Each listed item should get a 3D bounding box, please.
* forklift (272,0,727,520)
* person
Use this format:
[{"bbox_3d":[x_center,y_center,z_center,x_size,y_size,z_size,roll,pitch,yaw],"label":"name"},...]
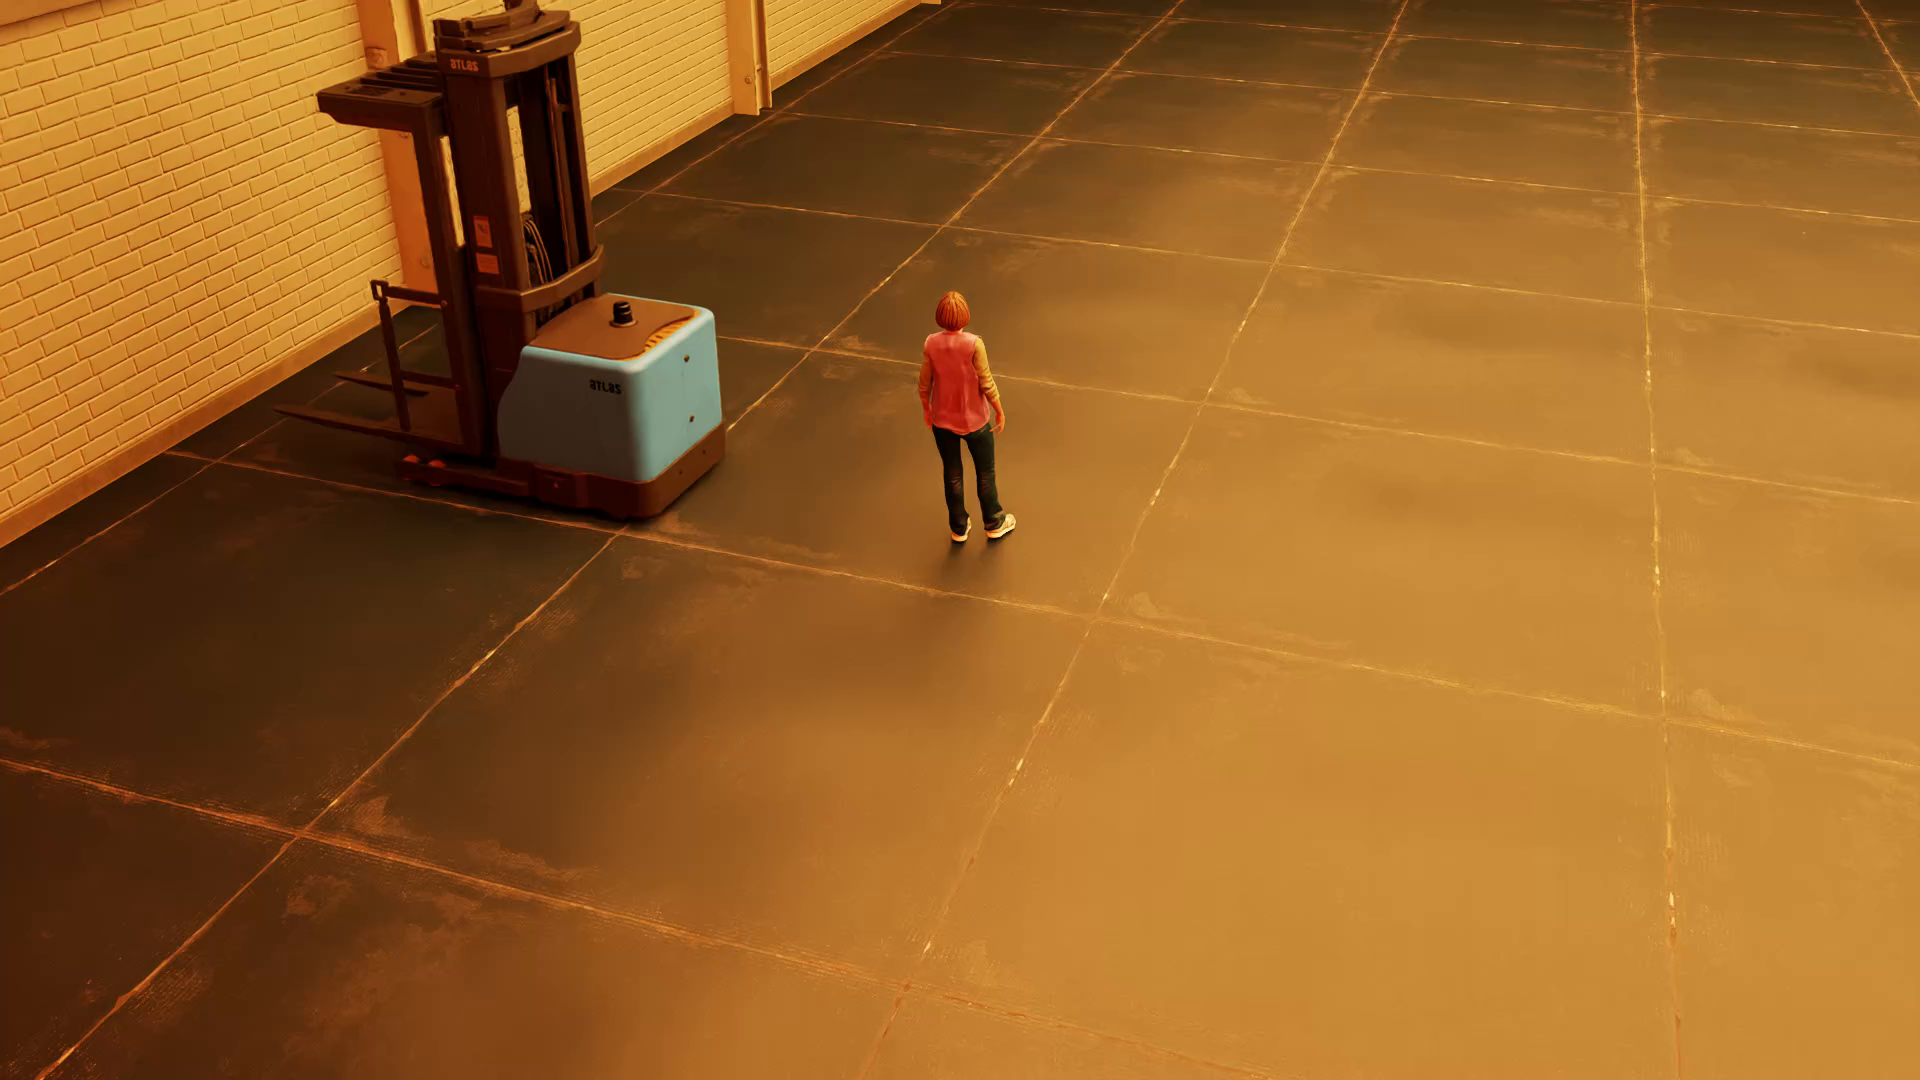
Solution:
[{"bbox_3d":[-3.106,-1.848,10.378,3.031,2.935,1.130,11,31,18],"label":"forklift"},{"bbox_3d":[0.037,-0.732,9.754,0.520,1.596,0.475,10,31,16],"label":"person"}]
